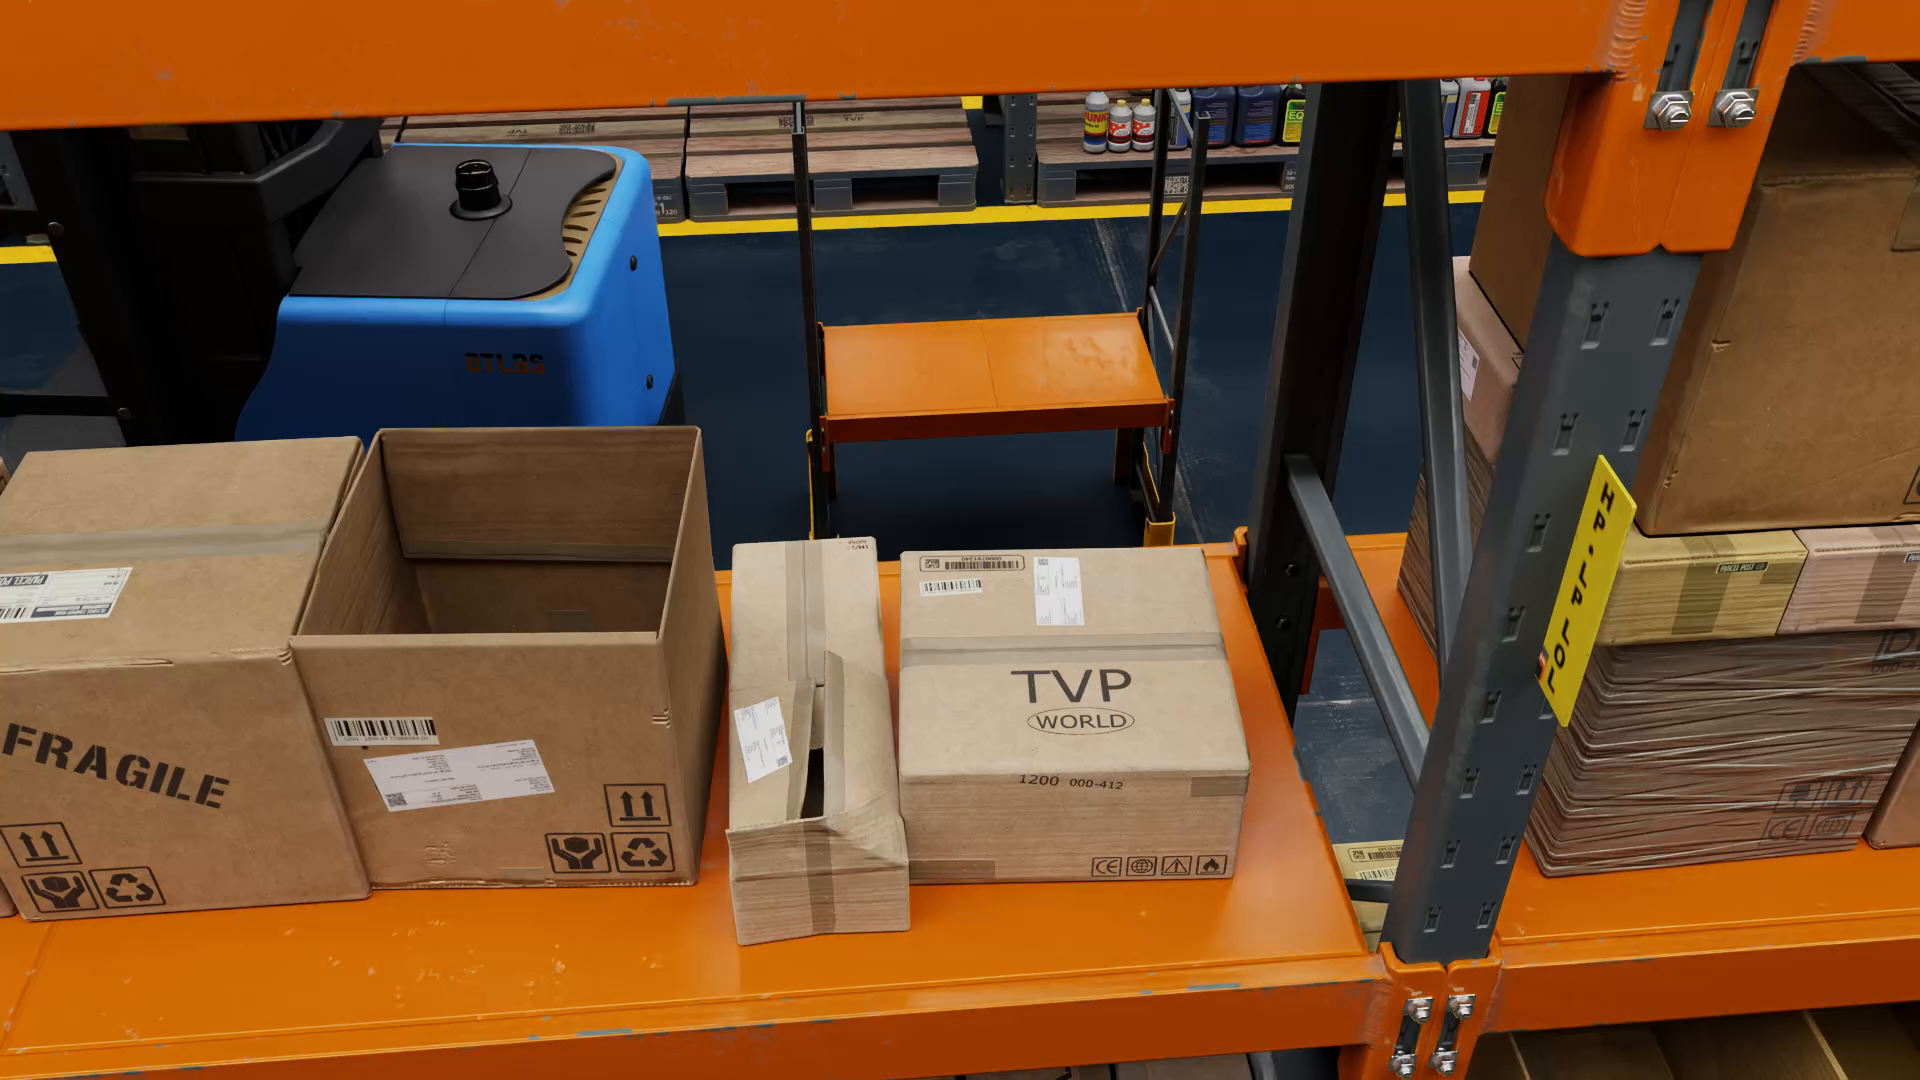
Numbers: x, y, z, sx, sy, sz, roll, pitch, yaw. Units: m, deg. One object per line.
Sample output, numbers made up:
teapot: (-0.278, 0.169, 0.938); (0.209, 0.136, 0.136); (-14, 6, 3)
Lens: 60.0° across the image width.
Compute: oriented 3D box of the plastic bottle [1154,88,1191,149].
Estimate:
plastic bottle: (0.885, -1.791, 6.942); (0.135, 0.276, 0.152); (-2, 38, -2)

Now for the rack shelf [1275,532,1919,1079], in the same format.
rack shelf: (2.636, 0.324, 2.999); (4.000, 0.370, 1.077); (-3, 38, -4)

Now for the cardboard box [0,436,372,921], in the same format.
cardboard box: (-1.146, 0.200, 2.494); (0.500, 0.500, 0.500); (-3, 38, -4)

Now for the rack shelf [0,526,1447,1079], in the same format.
rack shelf: (-1.348, 0.543, 2.721); (4.000, 0.370, 1.077); (-3, 38, -4)

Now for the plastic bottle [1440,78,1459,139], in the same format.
plastic bottle: (2.011, -1.853, 7.020); (0.135, 0.276, 0.152); (-4, 38, -5)

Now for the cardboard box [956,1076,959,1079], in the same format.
cardboard box: (0.257, 1.267, 3.103); (0.500, 0.250, 0.500); (-3, 38, -4)

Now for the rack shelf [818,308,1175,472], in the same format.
rack shelf: (0.085, -0.452, 4.903); (1.000, 0.185, 0.538); (-3, 38, -4)

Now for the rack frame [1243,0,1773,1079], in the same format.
rack frame: (0.644, 0.151, 2.637); (0.127, 3.000, 1.000); (-3, 38, -4)

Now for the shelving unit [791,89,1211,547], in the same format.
shelving unit: (0.076, -0.593, 4.791); (1.083, 1.500, 0.587); (-3, 38, -4)

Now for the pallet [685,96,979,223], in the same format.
pallet: (-0.570, -1.744, 7.290); (1.213, 0.211, 1.003); (-3, 38, -4)

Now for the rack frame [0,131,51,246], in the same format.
rack frame: (-3.775, -2.686, 6.233); (0.127, 3.000, 1.000); (-3, 38, -4)

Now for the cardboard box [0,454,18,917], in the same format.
cardboard box: (-1.670, 0.229, 2.458); (0.500, 0.500, 0.500); (-5, 39, -6)

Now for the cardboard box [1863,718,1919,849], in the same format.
cardboard box: (1.610, 0.050, 2.684); (0.500, 0.500, 0.700); (-4, 38, -4)

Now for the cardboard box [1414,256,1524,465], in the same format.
cardboard box: (0.896, -0.290, 2.592); (0.250, 0.149, 0.380); (-3, 38, -4)

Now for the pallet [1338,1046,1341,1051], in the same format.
pallet: (1.440, 1.228, 3.523); (1.213, 0.211, 1.003); (-3, 38, -4)

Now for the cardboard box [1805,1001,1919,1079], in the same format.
cardboard box: (1.631, 0.906, 2.955); (0.500, 0.500, 0.500); (-3, 38, -4)

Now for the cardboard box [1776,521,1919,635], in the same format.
cardboard box: (1.179, -0.052, 2.290); (0.250, 0.149, 0.380); (-3, 38, -3)

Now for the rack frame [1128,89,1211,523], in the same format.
rack frame: (0.591, -0.621, 4.827); (0.032, 1.500, 0.500); (-3, 38, -4)

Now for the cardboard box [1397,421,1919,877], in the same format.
cardboard box: (1.086, 0.083, 2.642); (0.500, 0.500, 0.700); (-4, 38, -5)

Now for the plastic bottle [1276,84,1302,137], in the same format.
plastic bottle: (1.381, -1.837, 7.004); (0.097, 0.271, 0.097); (0, 38, 0)

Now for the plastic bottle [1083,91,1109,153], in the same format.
plastic bottle: (0.565, -1.754, 6.899); (0.097, 0.271, 0.097); (0, 38, 0)

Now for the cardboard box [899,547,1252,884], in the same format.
cardboard box: (0.158, 0.264, 2.615); (0.500, 0.250, 0.500); (-1, 38, -1)

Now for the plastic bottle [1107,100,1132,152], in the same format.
plastic bottle: (0.667, -1.732, 6.928); (0.097, 0.201, 0.097); (0, 38, 0)

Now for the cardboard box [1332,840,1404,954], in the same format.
cardboard box: (1.087, 0.905, 3.562); (0.500, 0.250, 0.500); (-3, 38, -4)

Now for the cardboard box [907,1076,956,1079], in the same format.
cardboard box: (-0.252, 1.077, 2.892); (0.500, 0.311, 0.500); (-2, 38, -3)

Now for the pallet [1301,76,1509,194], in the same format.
pallet: (2.100, -1.891, 7.476); (1.213, 0.211, 1.003); (-3, 38, -4)

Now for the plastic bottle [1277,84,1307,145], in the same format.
plastic bottle: (1.406, -1.794, 6.940); (0.133, 0.283, 0.061); (-2, 38, -2)

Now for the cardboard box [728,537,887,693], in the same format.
cardboard box: (-0.257, 0.172, 2.813); (0.250, 0.149, 0.380); (-3, 38, -4)

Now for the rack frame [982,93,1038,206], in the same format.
rack frame: (0.209, -2.906, 6.511); (0.127, 3.000, 1.000); (-3, 38, -4)

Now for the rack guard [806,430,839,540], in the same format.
rack guard: (-0.420, -0.075, 5.143); (0.087, 0.250, 0.587); (-3, 38, -4)

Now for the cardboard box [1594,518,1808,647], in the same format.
cardboard box: (0.929, -0.038, 2.273); (0.250, 0.149, 0.380); (-3, 38, -4)

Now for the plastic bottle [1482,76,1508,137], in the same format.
plastic bottle: (2.288, -1.842, 7.001); (0.133, 0.283, 0.061); (-2, 38, -3)

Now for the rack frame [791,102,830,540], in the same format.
rack frame: (-0.421, -0.566, 4.756); (0.032, 1.500, 0.500); (-3, 38, -4)

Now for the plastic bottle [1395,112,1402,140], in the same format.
plastic bottle: (1.847, -1.870, 6.982); (0.185, 0.351, 0.144); (-2, 38, -2)

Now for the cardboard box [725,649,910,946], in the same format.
cardboard box: (-0.215, 0.365, 2.474); (0.258, 0.266, 0.396); (-4, 38, -5)

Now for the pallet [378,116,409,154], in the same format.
pallet: (-3.000, -1.610, 7.120); (1.213, 0.211, 1.003); (-3, 38, -4)

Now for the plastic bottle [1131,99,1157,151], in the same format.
plastic bottle: (0.768, -1.738, 6.935); (0.097, 0.201, 0.097); (0, 38, 0)

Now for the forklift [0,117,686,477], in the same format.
forklift: (-2.452, -1.240, 4.455); (3.031, 2.935, 1.130); (1, 38, 2)

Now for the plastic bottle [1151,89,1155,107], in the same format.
plastic bottle: (0.875, -1.859, 7.022); (0.133, 0.283, 0.061); (-3, 38, -4)

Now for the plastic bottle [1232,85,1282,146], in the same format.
plastic bottle: (1.238, -1.837, 6.940); (0.185, 0.351, 0.144); (-5, 39, -6)

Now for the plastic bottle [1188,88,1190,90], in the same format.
plastic bottle: (1.037, -1.916, 7.039); (0.185, 0.351, 0.144); (-3, 38, -4)

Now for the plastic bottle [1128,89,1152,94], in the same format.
plastic bottle: (0.838, -2.163, 7.353); (0.185, 0.351, 0.144); (-3, 38, -4)

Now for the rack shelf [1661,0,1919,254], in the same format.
rack shelf: (2.636, -0.854, 2.070); (4.000, 0.370, 1.077); (-3, 38, -4)

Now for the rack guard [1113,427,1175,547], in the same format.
rack guard: (0.572, -0.130, 5.212); (0.087, 0.250, 0.587); (-3, 38, -4)

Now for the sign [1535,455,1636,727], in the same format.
sign: (0.702, 0.062, 1.879); (0.005, 0.325, 0.100); (-3, 38, -4)

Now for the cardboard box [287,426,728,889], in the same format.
cardboard box: (-0.647, 0.173, 2.529); (0.500, 0.500, 0.500); (-1, 38, -1)

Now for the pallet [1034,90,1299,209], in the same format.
pallet: (0.882, -1.822, 7.389); (1.213, 0.211, 1.003); (-3, 38, -4)

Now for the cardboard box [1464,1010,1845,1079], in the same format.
cardboard box: (1.134, 0.939, 2.914); (0.500, 0.500, 0.500); (-3, 38, -4)

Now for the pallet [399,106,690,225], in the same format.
pallet: (-1.788, -1.675, 7.202); (1.213, 0.211, 1.003); (-3, 38, -4)

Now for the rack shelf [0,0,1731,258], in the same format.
rack shelf: (-1.348, -0.635, 1.792); (4.000, 0.370, 1.077); (-3, 38, -4)

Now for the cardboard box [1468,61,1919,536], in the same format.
cardboard box: (1.086, -0.426, 2.240); (0.500, 0.500, 0.700); (-3, 38, -4)

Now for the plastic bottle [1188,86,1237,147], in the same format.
plastic bottle: (1.050, -1.827, 6.927); (0.185, 0.351, 0.144); (-2, 38, -3)

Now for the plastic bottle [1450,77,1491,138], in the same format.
plastic bottle: (2.149, -1.860, 7.030); (0.135, 0.276, 0.152); (-3, 38, -4)

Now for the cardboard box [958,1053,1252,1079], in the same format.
cardboard box: (0.266, 1.044, 2.933); (0.500, 0.311, 0.500); (-3, 38, -4)

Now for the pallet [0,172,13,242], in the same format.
pallet: (-4.557, -1.522, 7.009); (1.213, 0.211, 1.003); (-3, 38, -4)
